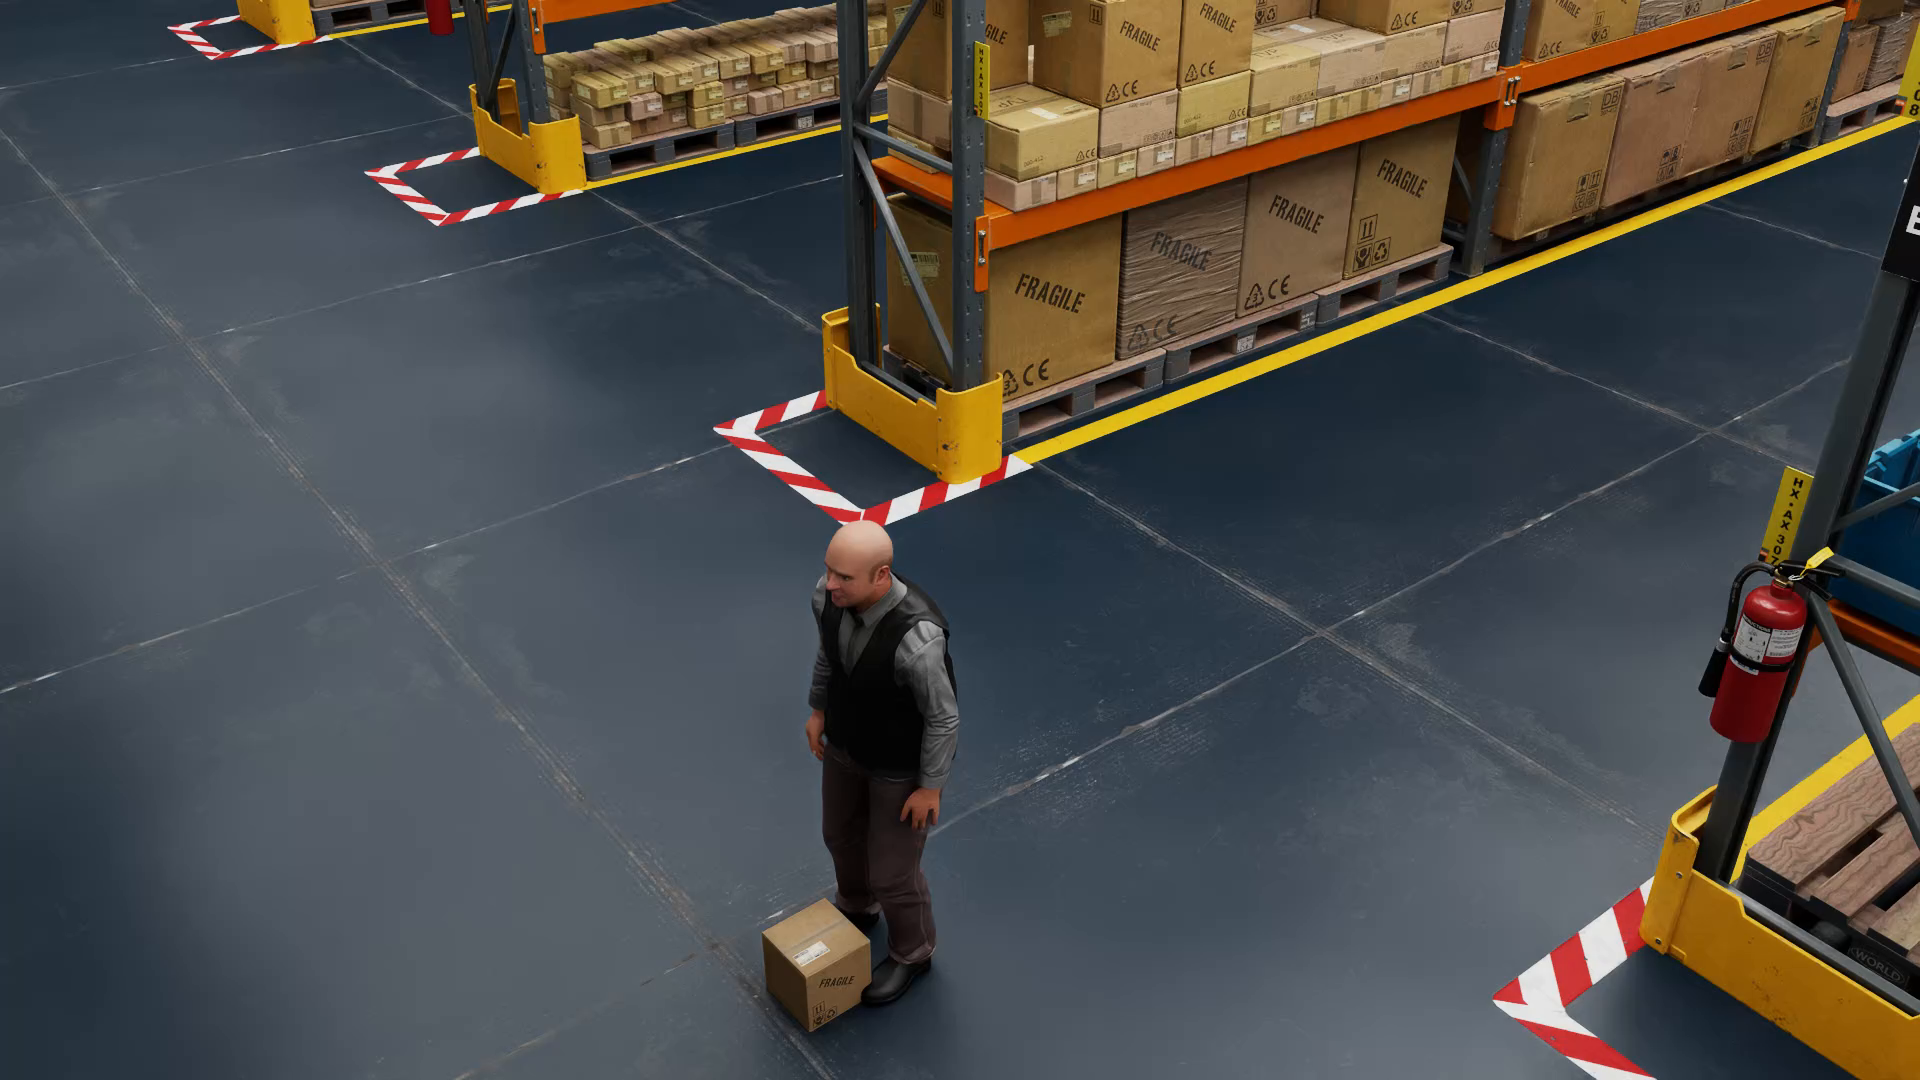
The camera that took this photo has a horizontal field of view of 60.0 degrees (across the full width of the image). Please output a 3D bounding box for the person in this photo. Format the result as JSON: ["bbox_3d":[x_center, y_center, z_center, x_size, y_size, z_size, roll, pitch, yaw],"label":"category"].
[{"bbox_3d":[-0.238,0.652,5.114,0.421,1.721,0.594,-25,40,-34],"label":"person"}]
